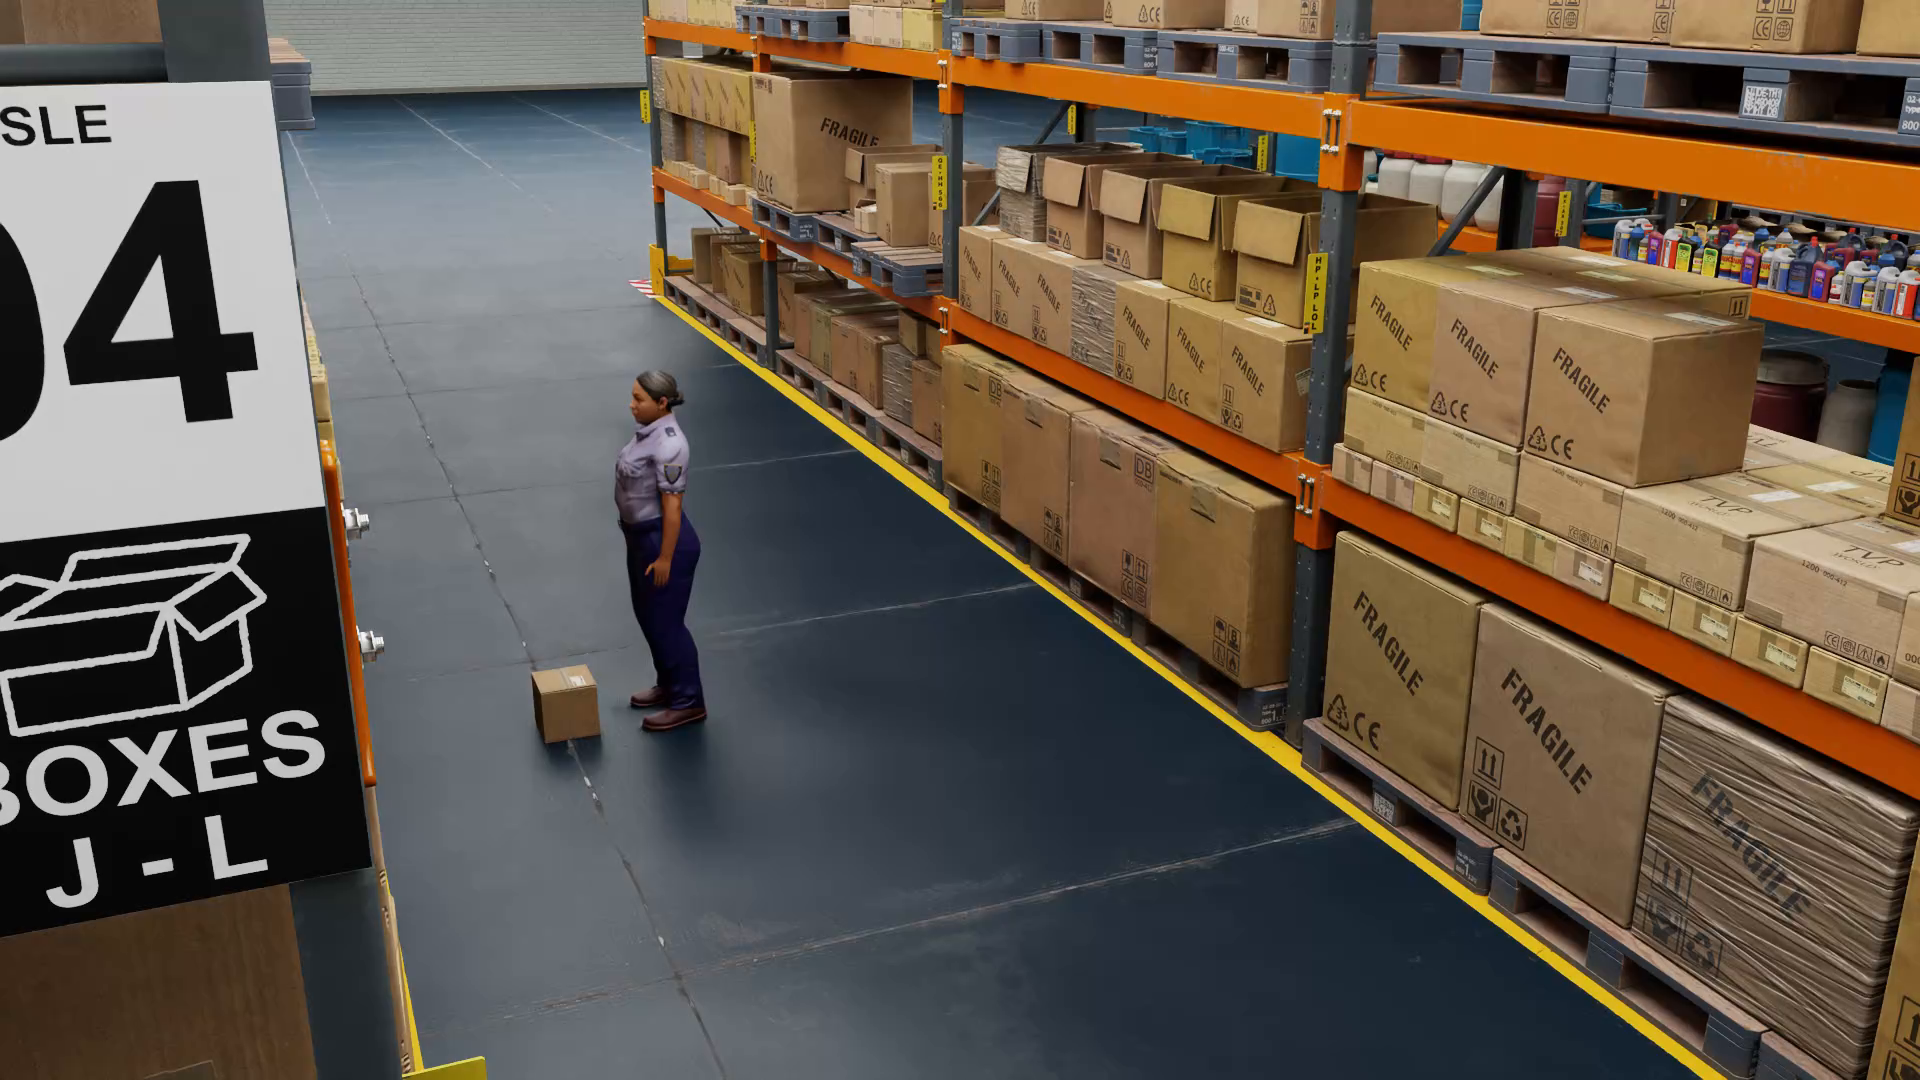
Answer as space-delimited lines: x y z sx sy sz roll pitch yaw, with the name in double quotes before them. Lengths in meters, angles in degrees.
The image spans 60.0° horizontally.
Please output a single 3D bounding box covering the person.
"person" -1.358 0.033 7.500 0.342 1.645 0.468 -7 20 -21
